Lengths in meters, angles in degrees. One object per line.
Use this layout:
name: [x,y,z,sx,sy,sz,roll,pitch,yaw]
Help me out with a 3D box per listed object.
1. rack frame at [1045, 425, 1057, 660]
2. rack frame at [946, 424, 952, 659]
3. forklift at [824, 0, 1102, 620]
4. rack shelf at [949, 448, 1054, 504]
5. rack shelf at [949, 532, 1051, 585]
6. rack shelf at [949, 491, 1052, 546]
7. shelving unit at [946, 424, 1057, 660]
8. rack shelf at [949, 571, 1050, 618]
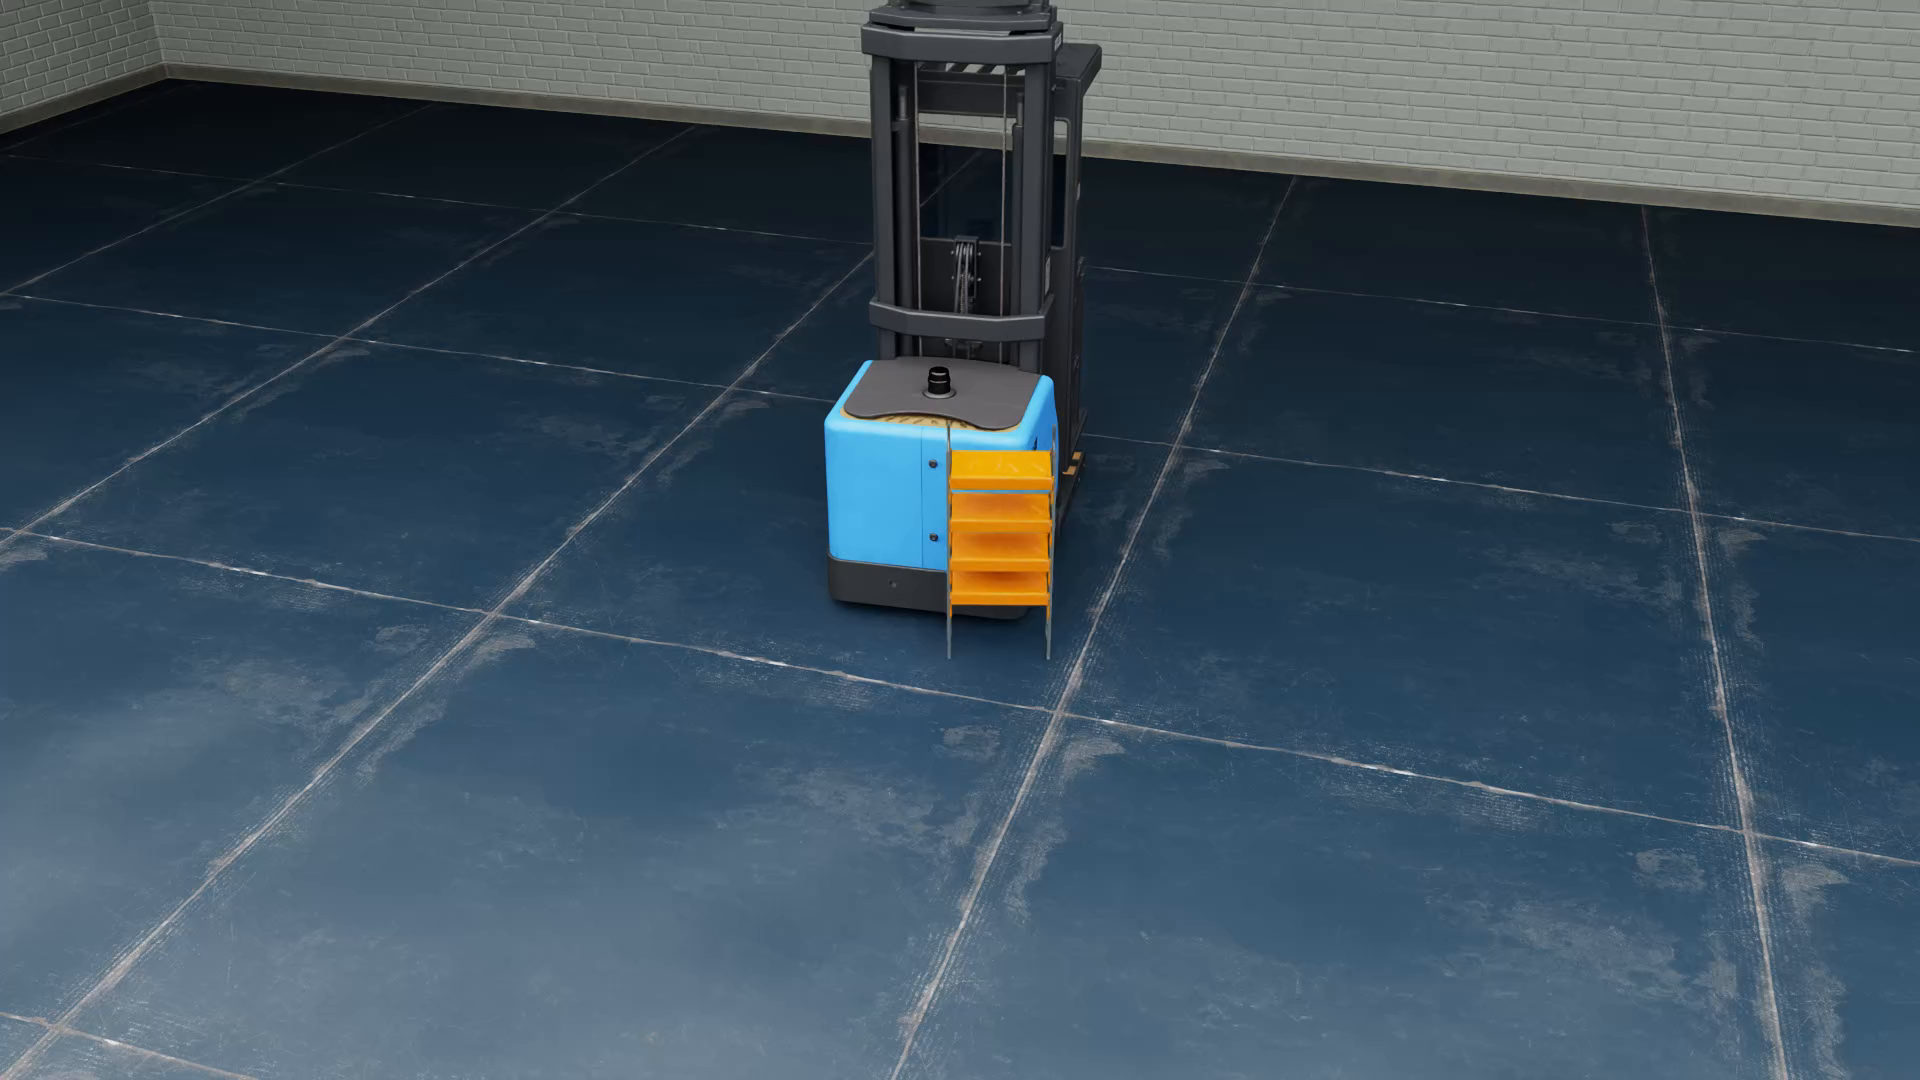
rack frame: [0.435,0.028,7.943,0.015,1.200,0.240,0,35,1]
rack frame: [-0.053,0.024,7.950,0.015,1.200,0.240,0,35,1]
forklift: [0.135,-1.580,9.075,1.130,2.935,3.031,6,30,11]
rack shelf: [0.190,-0.298,7.724,0.480,0.148,0.258,0,35,1]
rack shelf: [0.191,0.081,7.985,0.480,0.148,0.258,0,35,1]
rack shelf: [0.191,-0.103,7.858,0.480,0.148,0.258,0,35,1]
shelving unit: [0.191,0.026,7.947,0.503,1.200,0.258,0,35,1]
rack shelf: [0.192,0.245,8.098,0.480,0.148,0.258,0,35,1]
